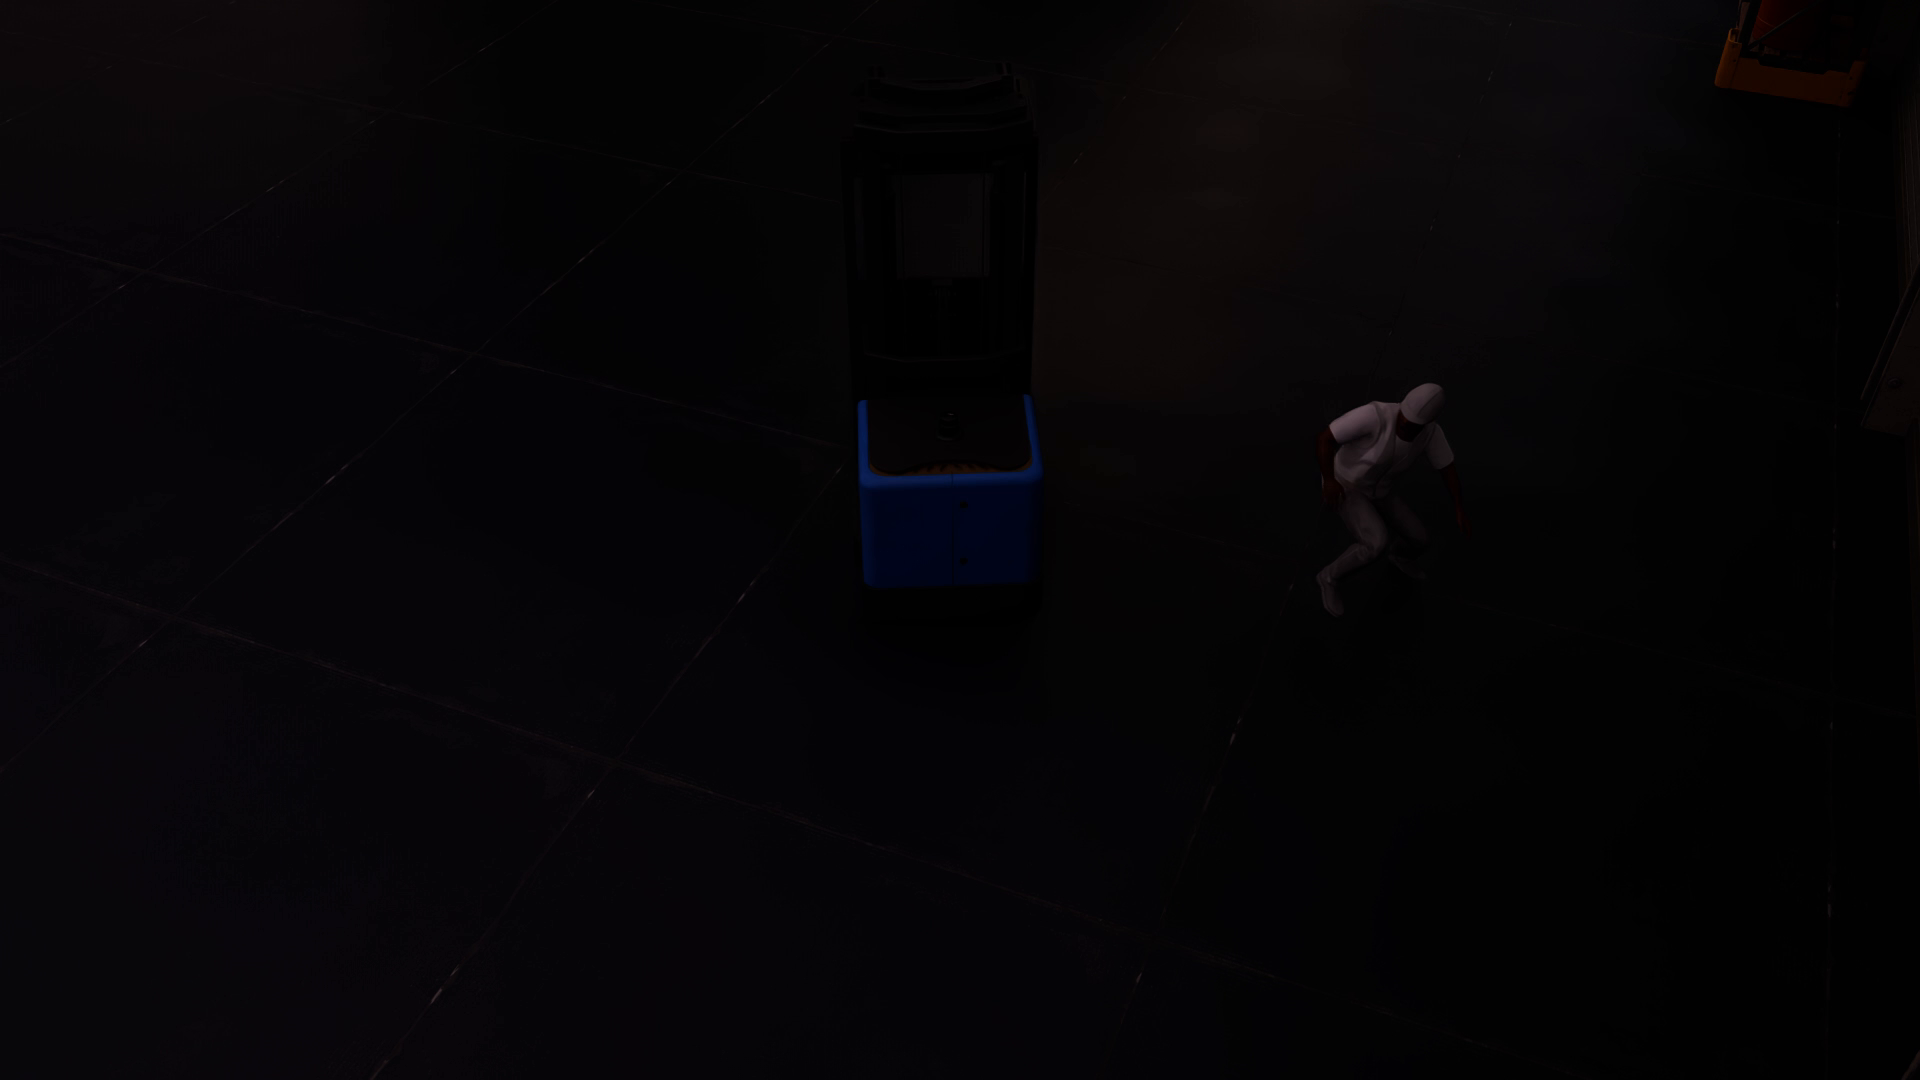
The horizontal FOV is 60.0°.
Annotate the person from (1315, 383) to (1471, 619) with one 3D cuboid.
[{"bbox_3d":[2.439,-0.254,9.464,0.836,1.527,0.682,-16,43,-18],"label":"person"}]

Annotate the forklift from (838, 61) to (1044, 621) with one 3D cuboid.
[{"bbox_3d":[-0.130,-1.586,9.901,1.130,2.935,3.031,-2,40,-3],"label":"forklift"}]
